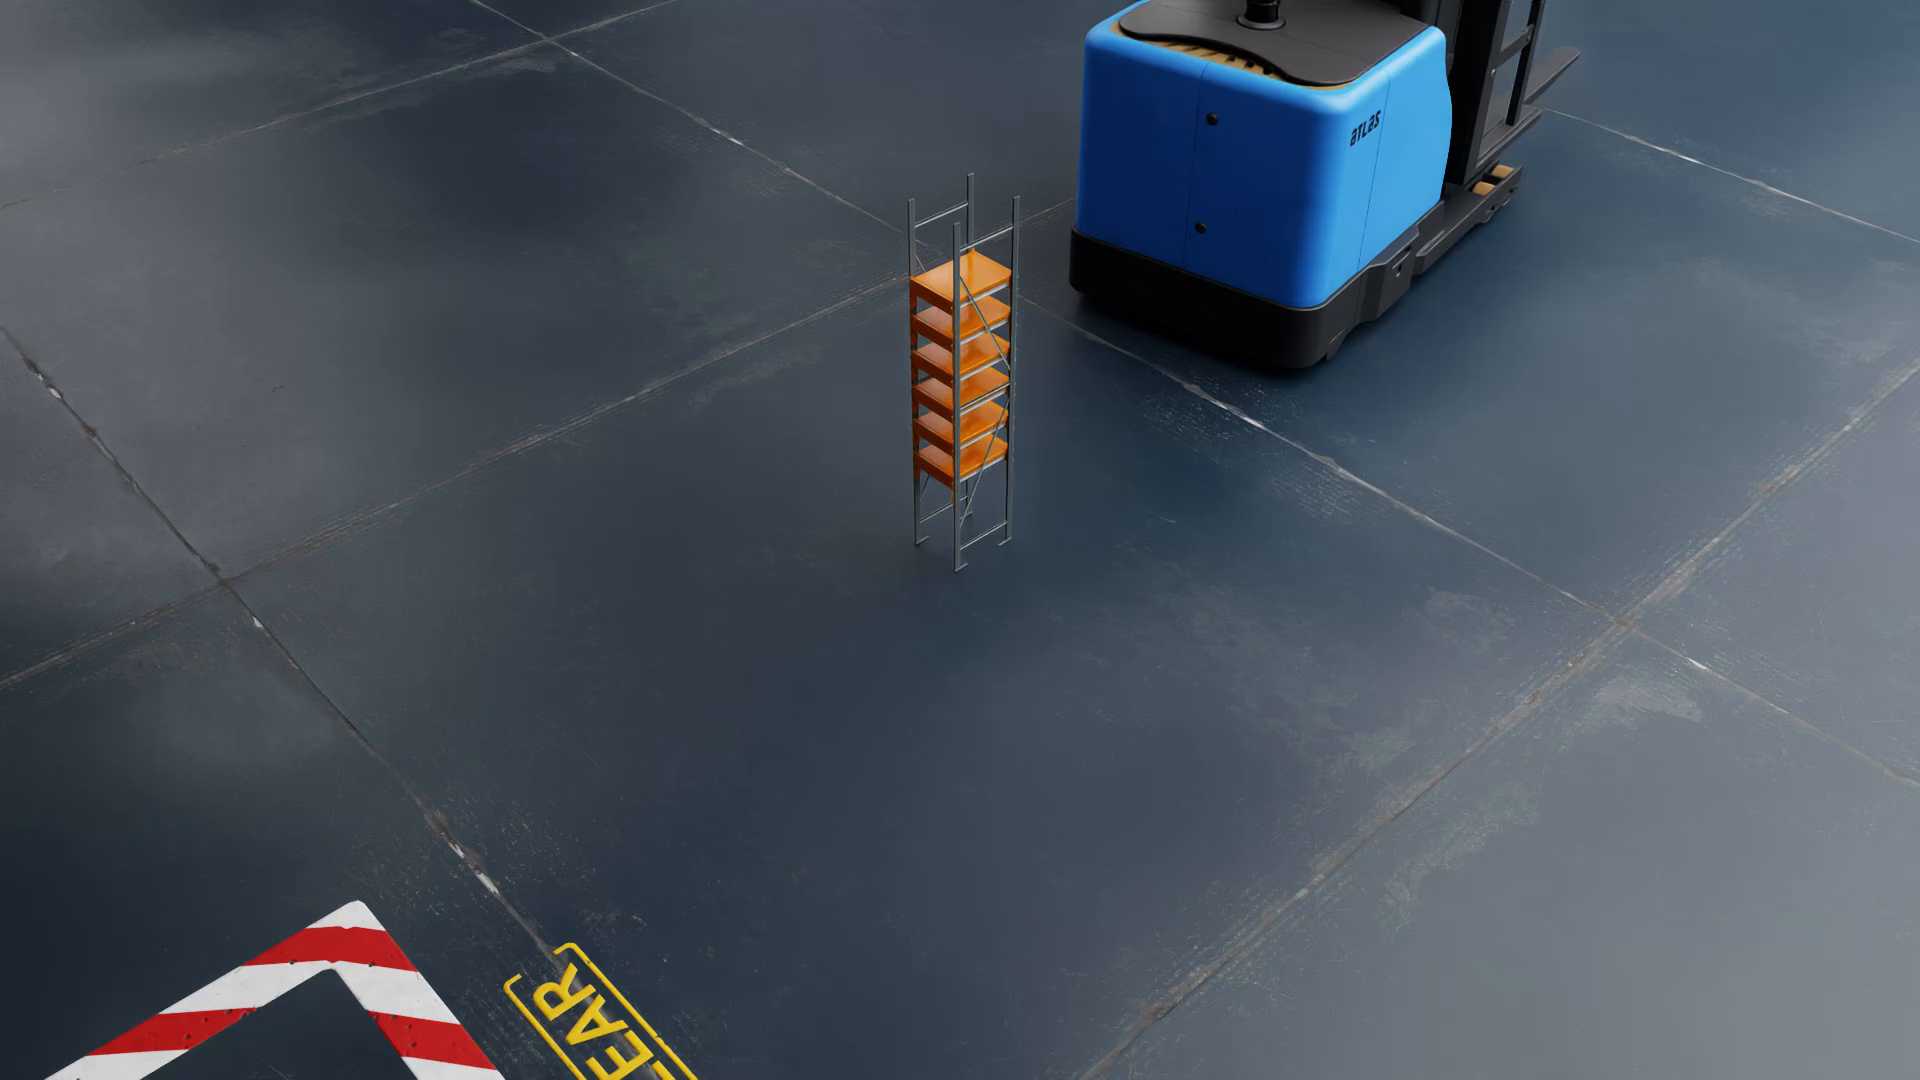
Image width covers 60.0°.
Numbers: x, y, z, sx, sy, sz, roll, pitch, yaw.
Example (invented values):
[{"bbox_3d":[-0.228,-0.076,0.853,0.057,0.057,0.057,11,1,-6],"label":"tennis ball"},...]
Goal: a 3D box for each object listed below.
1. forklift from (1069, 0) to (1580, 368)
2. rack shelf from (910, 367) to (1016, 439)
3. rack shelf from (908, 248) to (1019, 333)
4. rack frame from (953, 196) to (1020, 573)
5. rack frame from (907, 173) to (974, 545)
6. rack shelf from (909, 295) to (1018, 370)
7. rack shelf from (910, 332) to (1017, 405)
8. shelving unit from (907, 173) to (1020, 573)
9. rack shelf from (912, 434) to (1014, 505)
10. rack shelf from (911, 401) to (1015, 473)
[{"bbox_3d":[1.709,-2.623,6.186,1.130,2.935,3.031,25,45,28],"label":"forklift"},{"bbox_3d":[0.010,-0.426,4.914,0.258,0.103,0.180,-30,48,-32],"label":"rack shelf"},{"bbox_3d":[0.010,-0.706,4.687,0.258,0.103,0.180,-30,48,-32],"label":"rack shelf"},{"bbox_3d":[0.072,-0.418,4.833,0.240,1.200,0.006,-30,48,-32],"label":"rack frame"},{"bbox_3d":[-0.052,-0.502,4.938,0.240,1.200,0.006,-30,48,-32],"label":"rack frame"},{"bbox_3d":[0.010,-0.612,4.763,0.258,0.103,0.180,-30,48,-32],"label":"rack shelf"},{"bbox_3d":[0.010,-0.519,4.838,0.258,0.103,0.180,-30,48,-32],"label":"rack shelf"},{"bbox_3d":[0.010,-0.460,4.886,0.258,1.200,0.189,-30,48,-32],"label":"shelving unit"},{"bbox_3d":[0.010,-0.239,5.064,0.258,0.103,0.180,-30,48,-32],"label":"rack shelf"},{"bbox_3d":[0.010,-0.332,4.989,0.258,0.103,0.180,-30,48,-32],"label":"rack shelf"}]
